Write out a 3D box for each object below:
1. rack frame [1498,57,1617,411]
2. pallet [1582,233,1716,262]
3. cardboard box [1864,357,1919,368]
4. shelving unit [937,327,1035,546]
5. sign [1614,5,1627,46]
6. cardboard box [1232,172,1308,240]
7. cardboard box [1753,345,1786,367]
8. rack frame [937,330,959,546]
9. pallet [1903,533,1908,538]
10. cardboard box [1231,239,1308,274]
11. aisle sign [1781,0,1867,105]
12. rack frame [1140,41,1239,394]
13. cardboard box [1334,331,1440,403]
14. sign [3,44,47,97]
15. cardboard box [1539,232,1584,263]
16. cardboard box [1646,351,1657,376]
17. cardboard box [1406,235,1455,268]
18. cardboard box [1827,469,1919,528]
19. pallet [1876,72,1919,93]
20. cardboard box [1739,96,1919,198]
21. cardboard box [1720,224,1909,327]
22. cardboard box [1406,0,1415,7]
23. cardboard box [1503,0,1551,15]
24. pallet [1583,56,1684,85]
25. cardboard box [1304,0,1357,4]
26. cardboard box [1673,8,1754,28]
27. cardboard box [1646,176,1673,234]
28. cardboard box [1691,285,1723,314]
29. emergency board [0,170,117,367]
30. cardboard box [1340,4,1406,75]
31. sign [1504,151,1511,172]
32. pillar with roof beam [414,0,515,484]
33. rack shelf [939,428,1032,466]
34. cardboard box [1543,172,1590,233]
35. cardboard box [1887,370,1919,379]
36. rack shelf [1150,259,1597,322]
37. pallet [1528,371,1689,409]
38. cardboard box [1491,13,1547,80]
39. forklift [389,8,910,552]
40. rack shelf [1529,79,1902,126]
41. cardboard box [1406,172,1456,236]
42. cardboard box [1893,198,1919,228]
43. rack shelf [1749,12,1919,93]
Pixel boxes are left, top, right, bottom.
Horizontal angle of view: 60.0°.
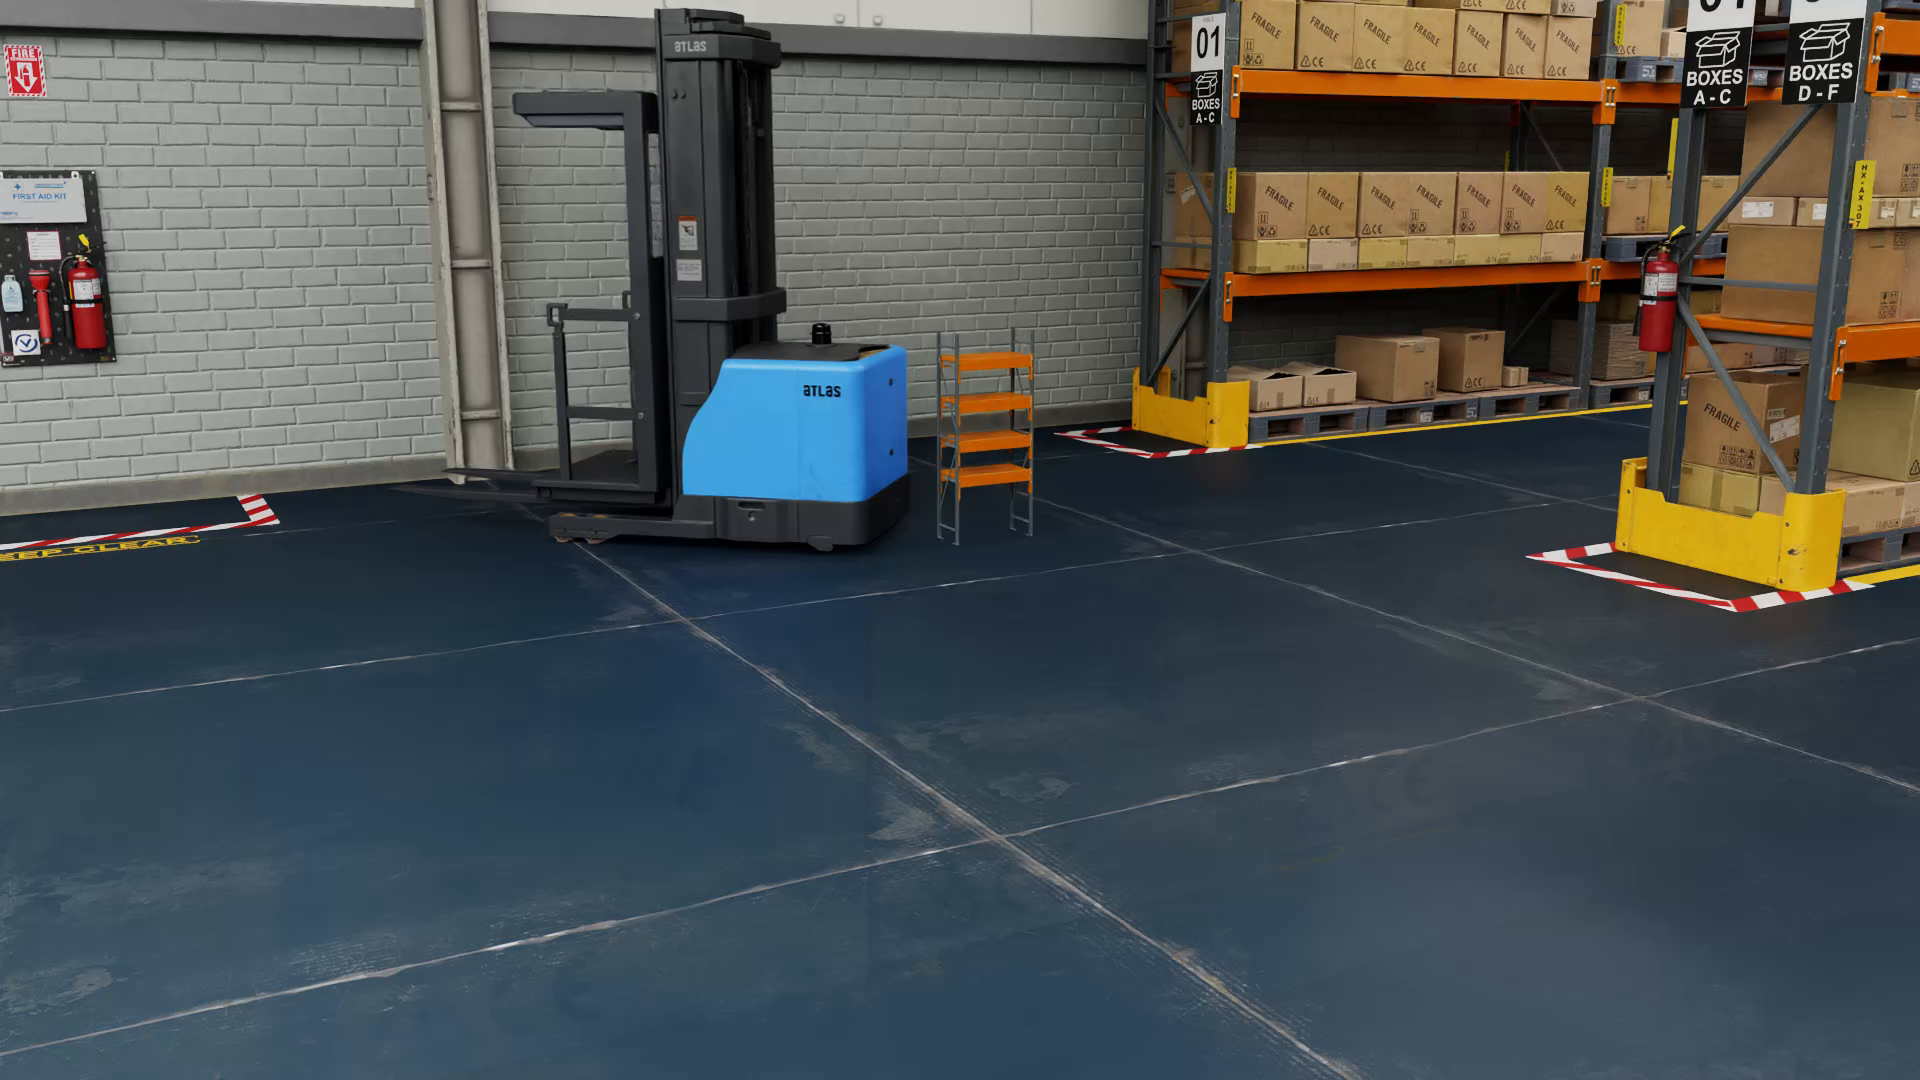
[{"bbox_3d":[5.264,-2.702,14.785,0.127,3.000,1.000,-7,14,-28],"label":"rack frame"},{"bbox_3d":[6.004,-2.661,15.039,1.213,0.211,1.003,-7,14,-28],"label":"pallet"},{"bbox_3d":[5.768,-0.831,10.066,0.500,0.500,0.500,-7,14,-28],"label":"cardboard box"},{"bbox_3d":[0.145,-0.603,9.555,0.503,1.200,0.258,-7,14,-28],"label":"shelving unit"},{"bbox_3d":[5.531,-4.314,13.938,0.005,0.325,0.100,-7,14,-28],"label":"sign"},{"bbox_3d":[2.316,-2.576,12.813,0.500,0.500,0.500,-7,14,-28],"label":"cardboard box"},{"bbox_3d":[7.660,-2.001,16.358,0.500,0.500,0.700,-7,14,-28],"label":"cardboard box"},{"bbox_3d":[-0.069,-0.577,9.441,0.015,1.200,0.240,-7,14,-28],"label":"rack frame"},{"bbox_3d":[5.850,-0.183,9.941,1.213,0.211,1.003,-7,14,-28],"label":"pallet"},{"bbox_3d":[2.333,-2.208,12.885,0.500,0.250,0.500,-7,15,-29],"label":"cardboard box"},{"bbox_3d":[4.219,-2.530,8.096,0.004,0.787,0.394,-7,14,-28],"label":"aisle sign"},{"bbox_3d":[1.753,-2.281,12.915,0.127,3.000,1.000,-7,14,-28],"label":"rack frame"},{"bbox_3d":[3.572,-1.460,13.954,0.500,0.500,0.700,-8,15,-31],"label":"cardboard box"},{"bbox_3d":[-5.556,-2.787,9.883,0.199,0.298,0.001,-7,14,-28],"label":"sign"},{"bbox_3d":[4.993,-2.531,14.318,0.500,0.250,0.500,-7,14,-28],"label":"cardboard box"},{"bbox_3d":[6.331,-1.842,15.654,0.500,0.500,0.700,-7,15,-29],"label":"cardboard box"},{"bbox_3d":[3.677,-2.371,13.608,0.500,0.250,0.500,-7,14,-27],"label":"cardboard box"},{"bbox_3d":[5.144,-0.258,9.228,0.500,0.250,0.500,-7,14,-28],"label":"cardboard box"},{"bbox_3d":[9.315,-4.572,16.692,1.003,0.211,1.213,-6,14,-25],"label":"pallet"},{"bbox_3d":[4.592,-2.061,8.753,0.500,0.500,0.700,-7,14,-28],"label":"cardboard box"},{"bbox_3d":[4.546,-1.423,8.871,0.500,0.500,0.700,-7,14,-28],"label":"cardboard box"},{"bbox_3d":[3.368,-4.546,13.593,0.500,0.500,0.500,-7,14,-28],"label":"cardboard box"},{"bbox_3d":[4.475,-4.547,13.599,0.500,0.500,0.500,-6,14,-25],"label":"cardboard box"},{"bbox_3d":[5.857,-4.118,14.673,1.003,0.211,1.213,-7,14,-28],"label":"pallet"},{"bbox_3d":[2.672,-4.328,12.626,0.500,0.500,0.500,-7,14,-29],"label":"cardboard box"},{"bbox_3d":[6.865,-4.591,15.162,0.500,0.500,0.500,-7,15,-30],"label":"cardboard box"},{"bbox_3d":[6.221,-3.070,15.189,0.500,0.500,0.700,-5,14,-22],"label":"cardboard box"},{"bbox_3d":[7.188,-2.295,15.960,0.500,0.250,0.500,-7,14,-28],"label":"cardboard box"},{"bbox_3d":[-5.501,-1.638,10.056,0.643,1.169,0.194,-7,14,-28],"label":"emergency board"},{"bbox_3d":[3.109,-3.895,12.981,0.500,0.500,0.500,-6,14,-25],"label":"cardboard box"},{"bbox_3d":[4.995,-3.374,15.131,0.005,0.325,0.100,-7,14,-28],"label":"sign"},{"bbox_3d":[-1.251,-3.988,6.833,0.400,9.000,9.100,-7,14,-28],"label":"pillar with roof beam"},{"bbox_3d":[0.145,-0.537,9.570,0.480,0.148,0.258,-7,14,-28],"label":"rack shelf"},{"bbox_3d":[4.997,-2.895,14.231,0.500,0.500,0.500,-7,14,-28],"label":"cardboard box"},{"bbox_3d":[5.578,-0.678,9.389,0.500,0.500,0.500,-7,14,-28],"label":"cardboard box"},{"bbox_3d":[3.508,-2.141,13.929,4.000,0.370,1.077,-7,14,-28],"label":"rack shelf"},{"bbox_3d":[5.947,-1.424,15.456,1.213,0.211,1.003,-7,14,-28],"label":"pallet"},{"bbox_3d":[4.489,-4.073,13.769,0.500,0.500,0.500,-8,15,-33],"label":"cardboard box"},{"bbox_3d":[-1.875,-1.515,9.665,3.031,2.935,1.130,3,13,13],"label":"forklift"},{"bbox_3d":[7.019,-4.025,15.469,4.000,0.370,1.077,-7,14,-28],"label":"rack shelf"},{"bbox_3d":[3.658,-2.736,13.523,0.500,0.500,0.500,-6,14,-26],"label":"cardboard box"},{"bbox_3d":[4.808,-1.721,8.717,0.250,0.149,0.380,-7,15,-29],"label":"cardboard box"},{"bbox_3d":[5.885,-2.650,9.359,4.000,0.370,1.077,-7,14,-28],"label":"rack shelf"}]
